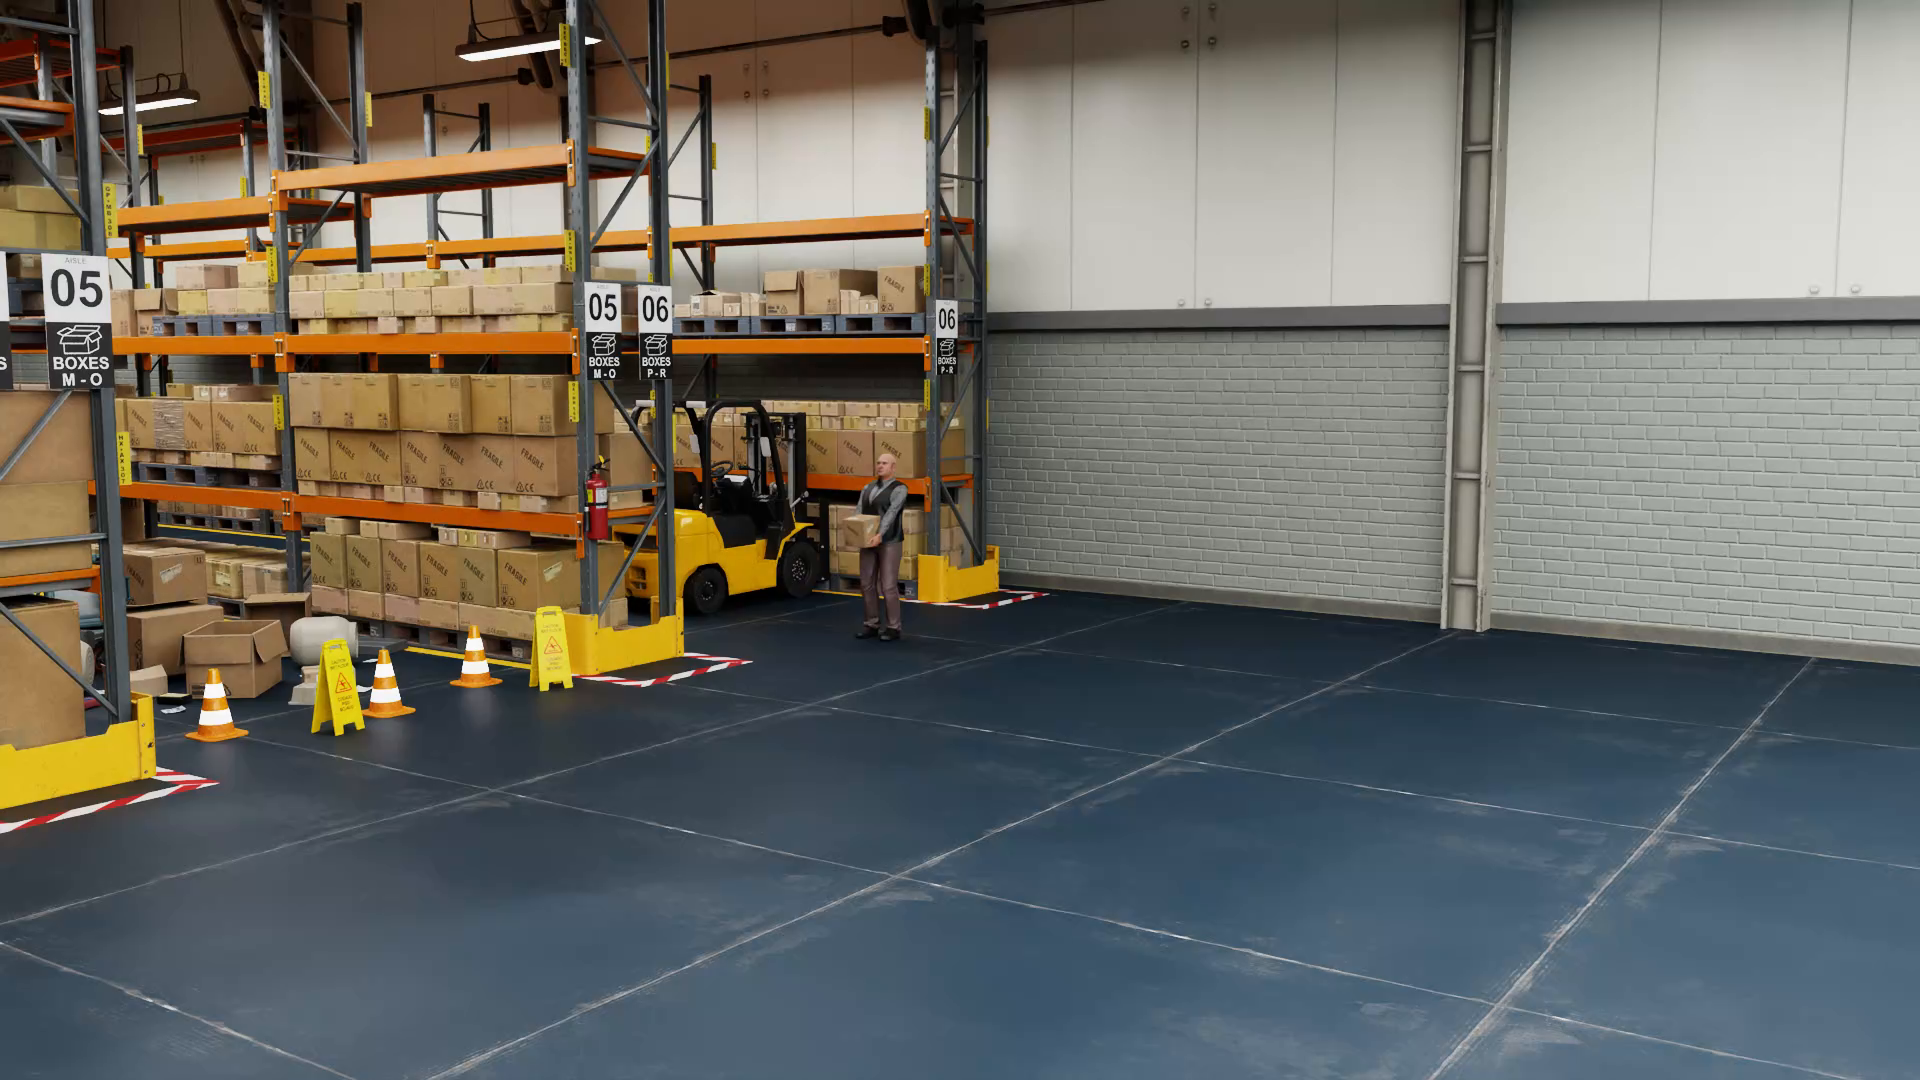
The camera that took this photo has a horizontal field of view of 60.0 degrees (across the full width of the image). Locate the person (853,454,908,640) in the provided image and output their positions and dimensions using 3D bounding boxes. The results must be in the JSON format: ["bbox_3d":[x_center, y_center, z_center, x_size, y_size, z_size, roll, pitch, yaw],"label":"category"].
[{"bbox_3d":[-0.769,0.066,15.322,0.494,1.711,0.551,4,8,34],"label":"person"}]
